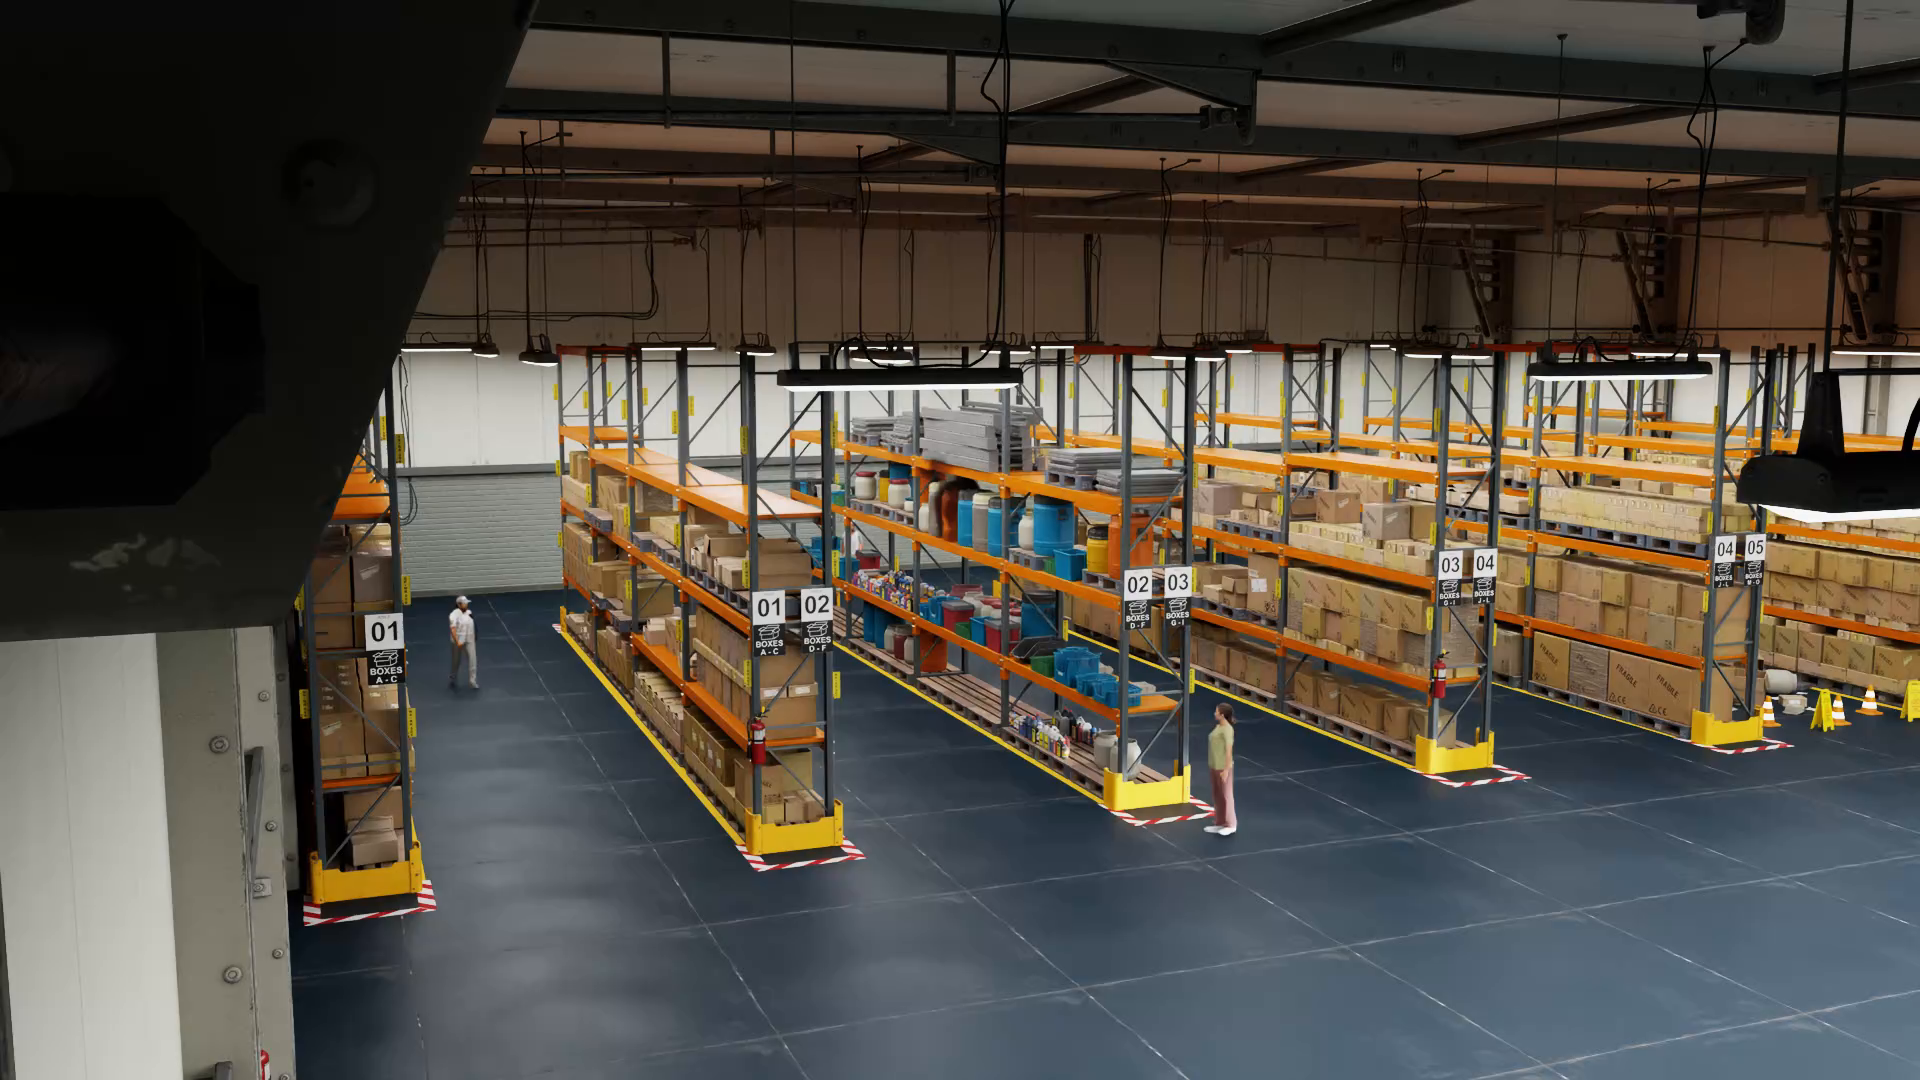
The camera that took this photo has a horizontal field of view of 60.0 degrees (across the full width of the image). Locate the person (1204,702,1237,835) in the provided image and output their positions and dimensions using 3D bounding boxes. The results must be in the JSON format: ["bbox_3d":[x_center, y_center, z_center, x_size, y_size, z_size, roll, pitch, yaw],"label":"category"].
[{"bbox_3d":[3.306,2.874,20.830,0.380,1.683,0.499,-2,8,-18],"label":"person"}]

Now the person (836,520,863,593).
[{"bbox_3d":[-2.602,0.378,40.011,0.634,1.751,1.053,4,8,29],"label":"person"}]

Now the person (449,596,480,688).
[{"bbox_3d":[-8.806,1.792,29.453,0.479,1.618,0.940,-4,8,-31],"label":"person"}]

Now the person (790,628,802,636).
[{"bbox_3d":[-2.988,1.534,30.947,0.636,1.722,1.060,-3,8,-23],"label":"person"}]
